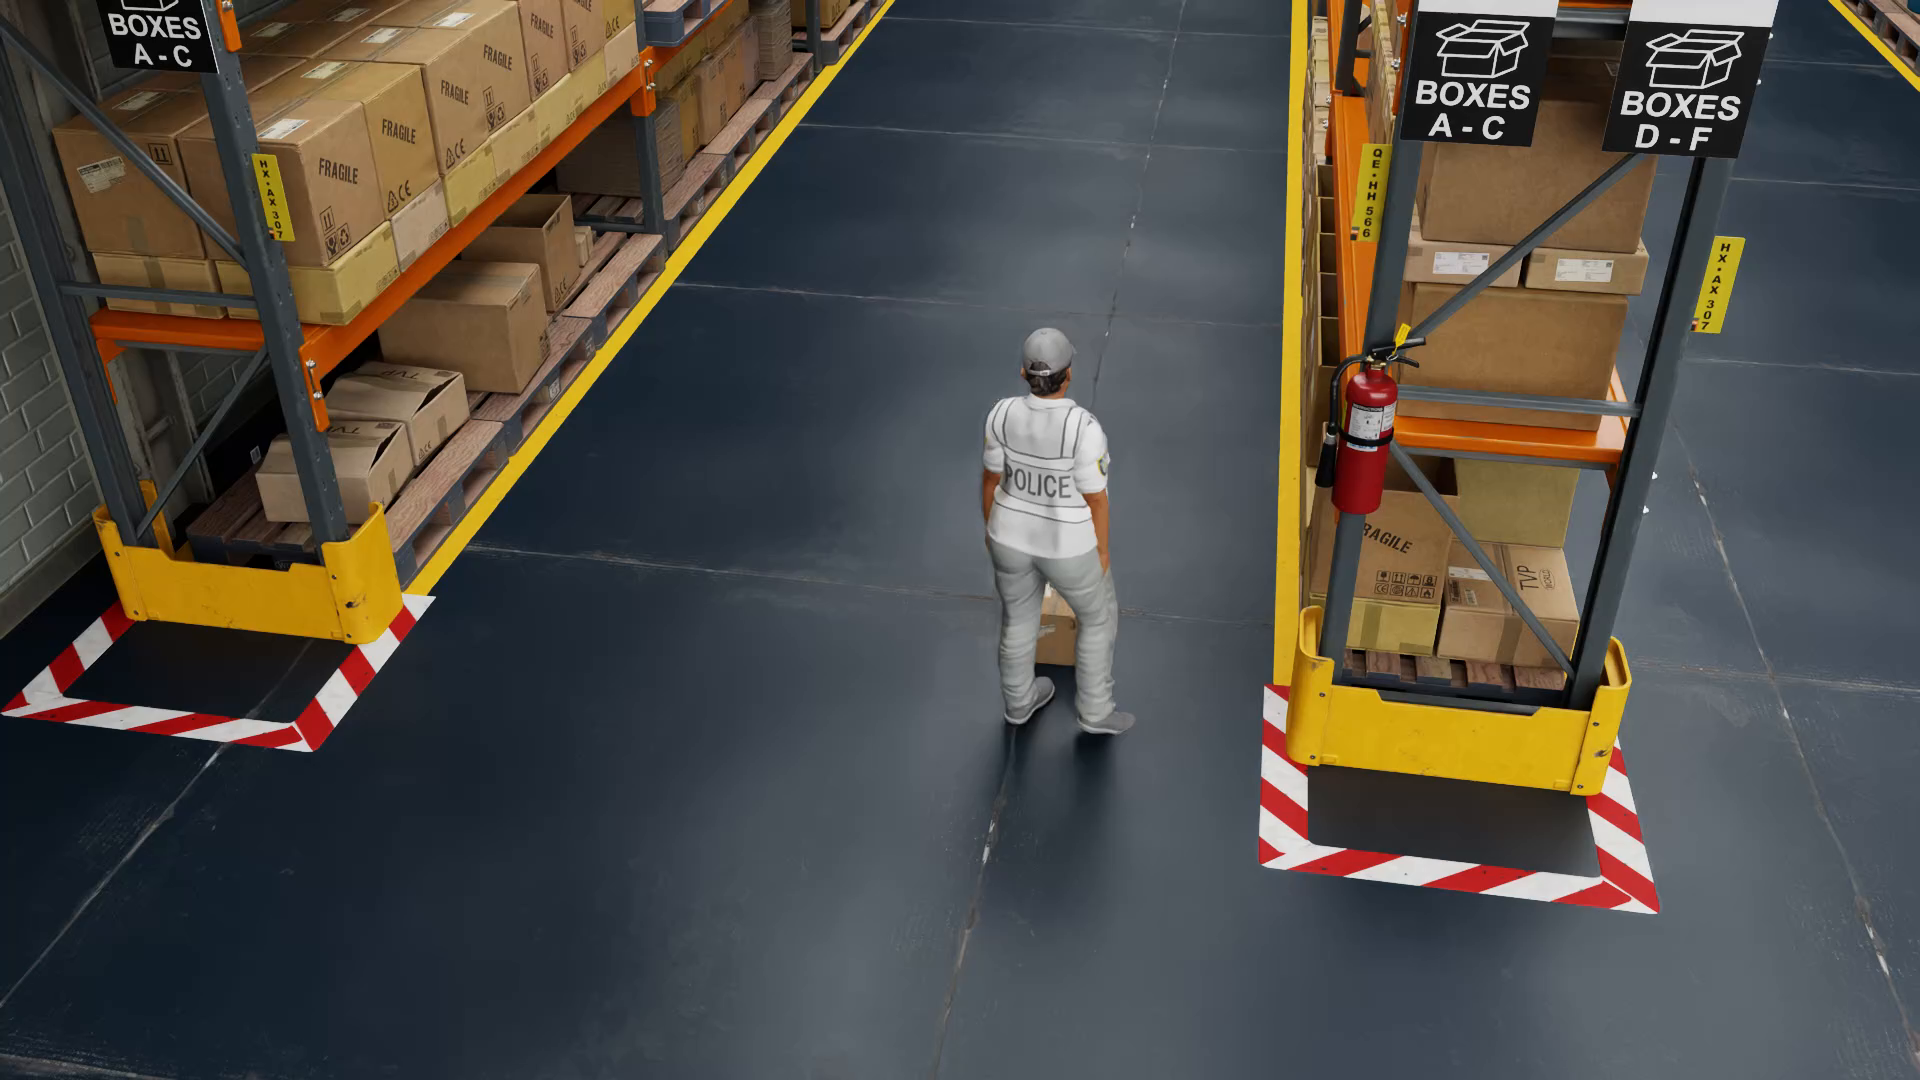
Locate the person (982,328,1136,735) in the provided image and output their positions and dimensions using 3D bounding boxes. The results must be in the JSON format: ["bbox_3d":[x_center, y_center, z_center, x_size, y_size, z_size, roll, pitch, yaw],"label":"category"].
[{"bbox_3d":[0.369,0.030,6.120,0.602,1.715,0.391,15,35,22],"label":"person"}]
